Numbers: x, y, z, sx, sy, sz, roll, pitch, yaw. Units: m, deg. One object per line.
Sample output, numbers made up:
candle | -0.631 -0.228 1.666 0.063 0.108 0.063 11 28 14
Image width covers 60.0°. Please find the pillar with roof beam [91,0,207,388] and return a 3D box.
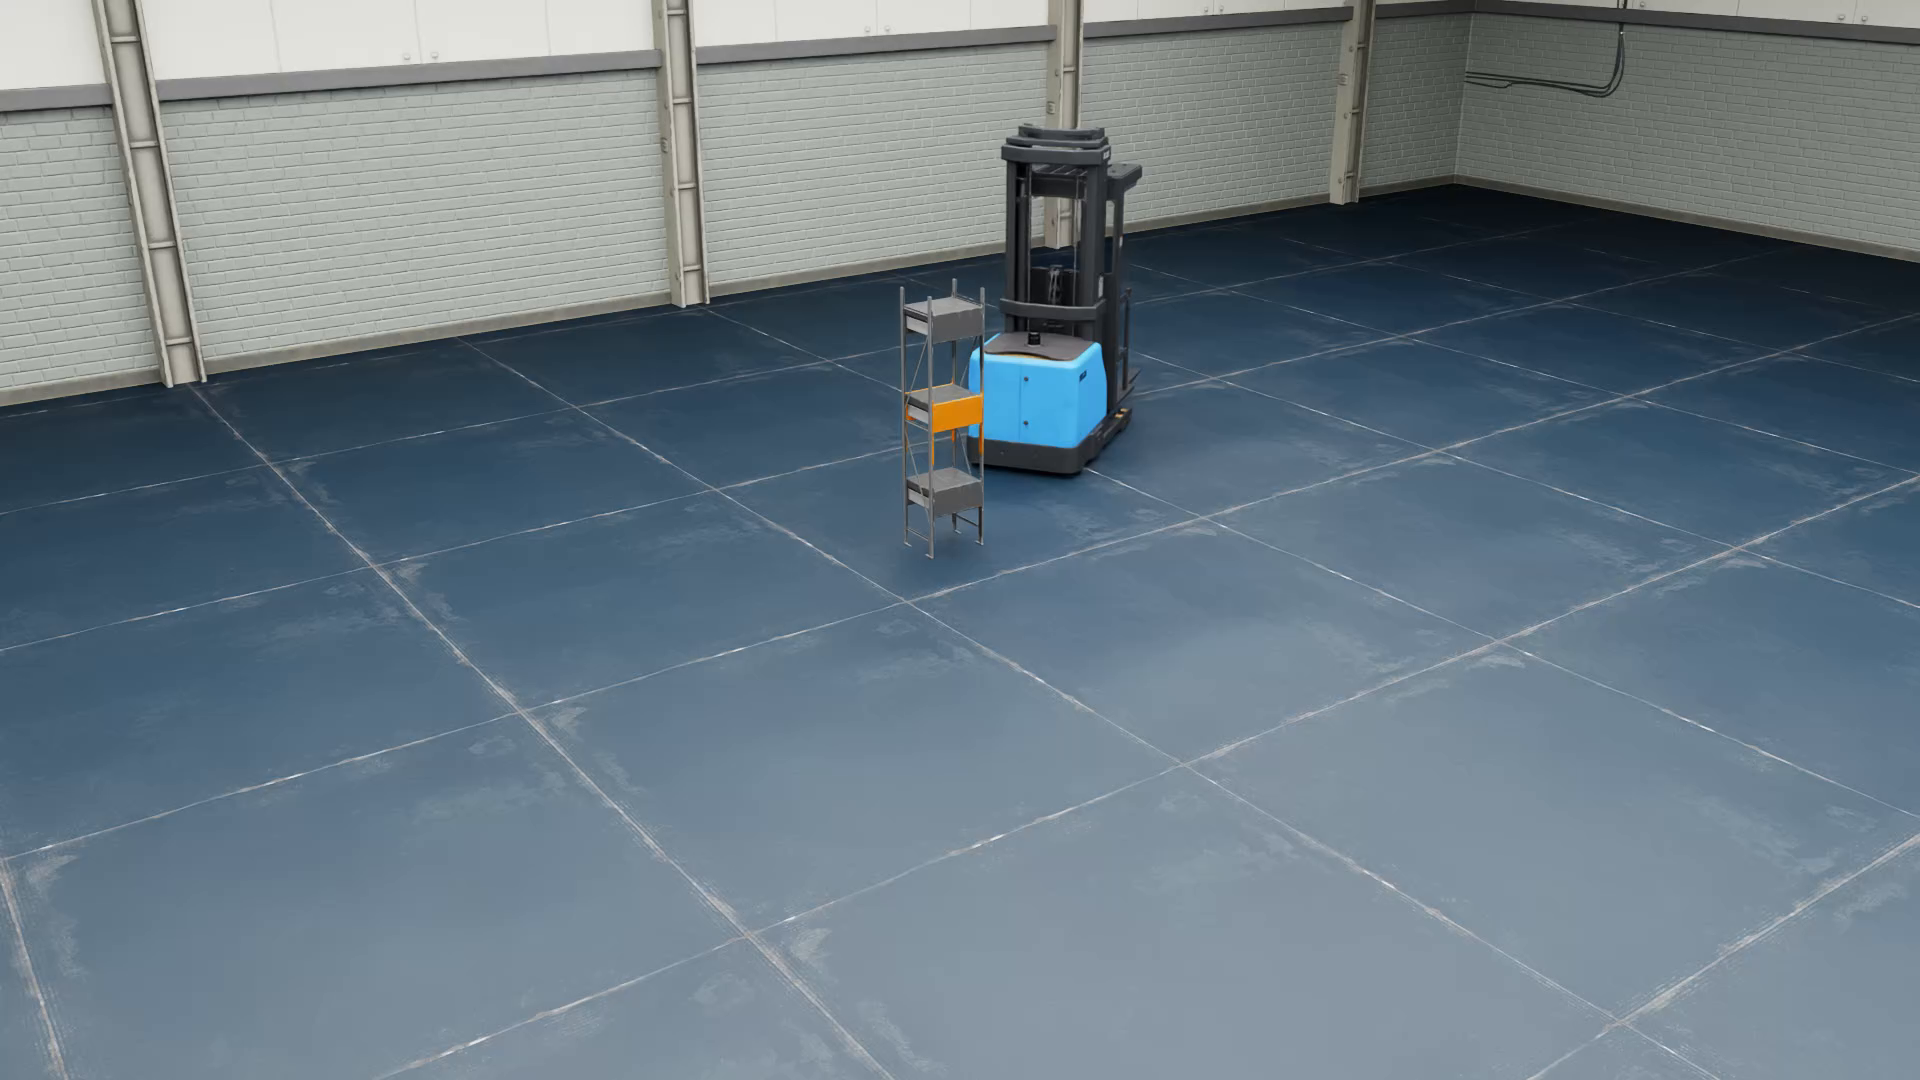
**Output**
pillar with roof beam | -5.760 -4.578 12.821 0.400 9.000 9.100 -15 26 -33

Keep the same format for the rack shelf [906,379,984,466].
rack shelf | -0.134 -0.927 13.017 0.480 0.518 0.431 -15 26 -33

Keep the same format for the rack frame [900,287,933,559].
rack frame | -0.332 -0.887 12.880 0.015 2.100 0.400 -15 26 -33

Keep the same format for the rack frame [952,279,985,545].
rack frame | 0.064 -0.992 13.144 0.015 2.100 0.400 -15 26 -33

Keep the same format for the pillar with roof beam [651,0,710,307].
pillar with roof beam | -0.889 -5.877 16.076 0.400 9.000 9.100 -15 26 -33

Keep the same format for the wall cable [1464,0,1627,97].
wall cable | 9.501 -8.567 27.007 0.112 2.526 3.097 -15 26 -33

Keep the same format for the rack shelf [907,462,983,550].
rack shelf | -0.134 -0.277 13.276 0.480 0.518 0.431 -15 26 -33

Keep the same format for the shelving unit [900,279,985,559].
shelving unit | -0.134 -0.939 13.012 0.503 2.100 0.431 -15 26 -33

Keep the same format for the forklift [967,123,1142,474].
forklift | 1.047 -2.465 15.712 1.130 2.935 3.031 8 23 19

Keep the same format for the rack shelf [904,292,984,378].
rack shelf | -0.134 -1.577 12.758 0.480 0.518 0.431 -15 26 -33

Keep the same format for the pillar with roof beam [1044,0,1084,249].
pillar with roof beam | 3.981 -7.175 19.331 0.400 9.000 9.100 -15 26 -33

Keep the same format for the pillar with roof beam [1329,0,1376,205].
pillar with roof beam | 8.852 -8.474 22.585 0.400 9.000 9.100 -15 26 -33
